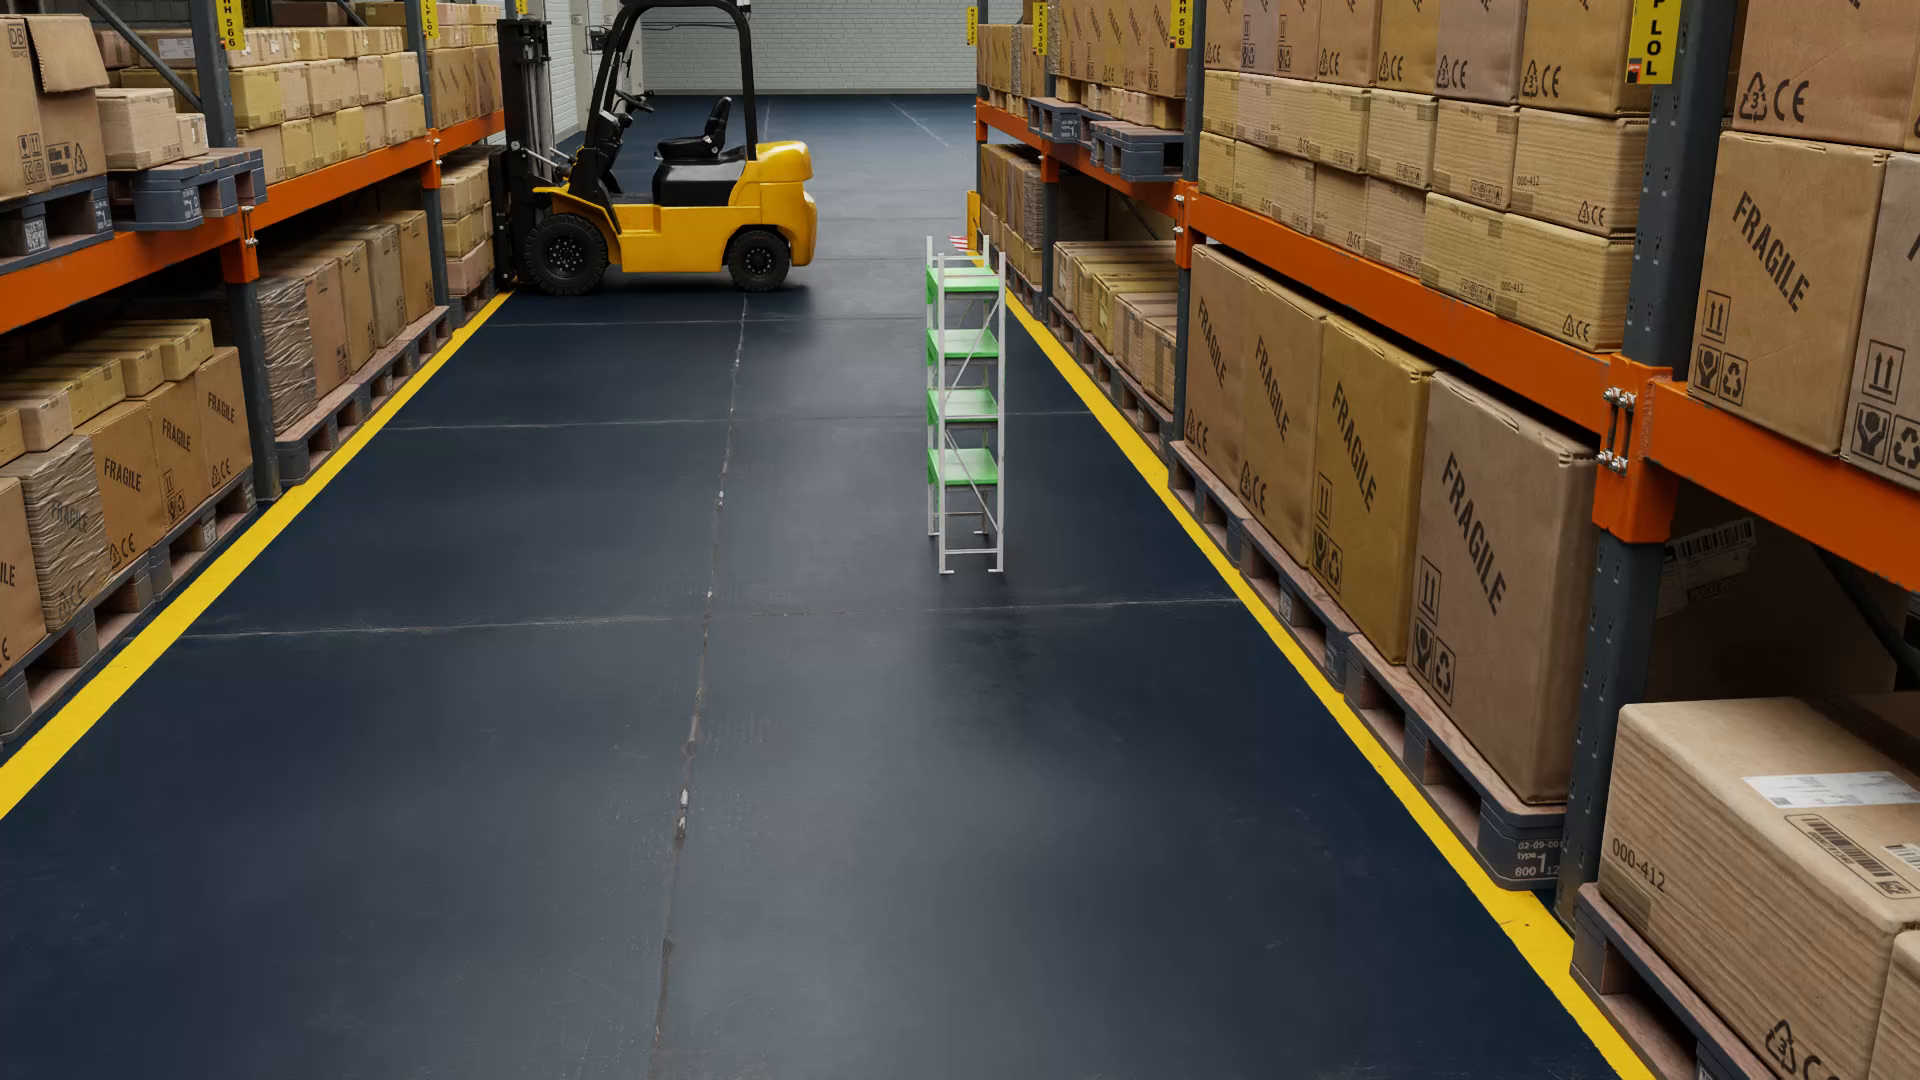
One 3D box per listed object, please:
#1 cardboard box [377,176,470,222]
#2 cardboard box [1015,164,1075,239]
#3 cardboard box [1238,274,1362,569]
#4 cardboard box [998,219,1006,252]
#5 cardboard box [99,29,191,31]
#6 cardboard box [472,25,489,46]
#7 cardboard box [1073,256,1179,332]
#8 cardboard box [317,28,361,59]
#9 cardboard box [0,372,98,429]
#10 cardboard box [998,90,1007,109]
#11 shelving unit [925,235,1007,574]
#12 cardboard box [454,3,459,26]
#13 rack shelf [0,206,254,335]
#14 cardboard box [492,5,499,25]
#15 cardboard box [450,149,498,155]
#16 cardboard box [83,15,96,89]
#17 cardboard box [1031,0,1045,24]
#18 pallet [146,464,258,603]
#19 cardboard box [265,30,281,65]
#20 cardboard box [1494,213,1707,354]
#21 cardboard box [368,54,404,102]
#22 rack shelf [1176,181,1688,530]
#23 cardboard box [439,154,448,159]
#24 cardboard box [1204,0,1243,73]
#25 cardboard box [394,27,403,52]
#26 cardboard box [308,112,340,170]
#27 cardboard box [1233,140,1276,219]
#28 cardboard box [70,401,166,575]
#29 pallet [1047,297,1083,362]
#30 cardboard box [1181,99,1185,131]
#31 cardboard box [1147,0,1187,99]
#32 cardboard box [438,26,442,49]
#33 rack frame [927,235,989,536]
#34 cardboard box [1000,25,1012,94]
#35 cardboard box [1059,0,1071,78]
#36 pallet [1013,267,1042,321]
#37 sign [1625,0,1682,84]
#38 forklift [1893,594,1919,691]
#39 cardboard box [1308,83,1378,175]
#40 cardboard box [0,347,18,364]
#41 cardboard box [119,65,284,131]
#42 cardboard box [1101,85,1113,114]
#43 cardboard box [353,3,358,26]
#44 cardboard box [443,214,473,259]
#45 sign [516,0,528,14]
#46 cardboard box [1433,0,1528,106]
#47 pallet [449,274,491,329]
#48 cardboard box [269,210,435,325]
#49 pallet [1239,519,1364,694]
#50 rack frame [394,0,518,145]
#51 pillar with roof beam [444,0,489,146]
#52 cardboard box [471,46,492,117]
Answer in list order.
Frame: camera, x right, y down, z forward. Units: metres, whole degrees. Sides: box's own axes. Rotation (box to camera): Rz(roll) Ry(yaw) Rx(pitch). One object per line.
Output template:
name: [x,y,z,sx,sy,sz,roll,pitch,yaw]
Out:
cardboard box: [-3.610,-2.301,11.219,0.500,0.250,0.500,-2,18,-6]
cardboard box: [0.682,-2.502,12.276,0.500,0.500,0.500,-1,17,-5]
cardboard box: [1.553,-0.457,5.971,0.875,0.875,0.875,-2,17,-5]
cardboard box: [0.574,-2.453,13.373,0.500,0.250,0.500,-1,17,-2]
cardboard box: [-3.843,-2.343,7.882,0.380,0.149,0.250,-2,18,-6]
cardboard box: [-3.814,-3.855,12.698,0.380,0.149,0.250,-2,18,-5]
cardboard box: [1.198,-1.513,10.174,0.950,0.372,0.625,-1,17,-2]
cardboard box: [-3.351,-2.588,8.662,0.380,0.149,0.250,-2,18,-7]
cardboard box: [-3.107,-0.454,5.503,0.380,0.149,0.250,-2,18,-6]
cardboard box: [0.508,-3.591,13.528,0.380,0.149,0.250,-1,17,-4]
shelving unit: [0.017,-0.523,6.340,0.258,1.200,0.503,-2,18,-6]
cardboard box: [-3.741,-3.692,11.684,0.380,0.149,0.250,-2,18,-7]
rack shelf: [-3.254,-0.651,4.944,1.077,0.370,4.000,-2,18,-6]
cardboard box: [-3.928,-4.223,13.374,0.380,0.149,0.250,-1,17,-4]
cardboard box: [-3.869,-3.060,13.635,0.500,0.250,0.500,-1,17,-5]
cardboard box: [-3.562,-1.680,6.153,0.500,0.500,0.500,-1,17,-3]
cardboard box: [0.966,-4.498,13.665,0.700,0.500,0.500,-2,18,-5]
pallet: [-3.421,-0.036,6.440,1.003,0.211,1.213,-2,18,-6]
cardboard box: [-3.281,-2.207,7.448,0.380,0.149,0.250,-1,17,-4]
cardboard box: [1.592,-0.607,3.854,0.500,0.250,0.500,-2,18,-7]
cardboard box: [-3.507,-2.657,9.550,0.500,0.250,0.500,-2,18,-7]
rack shelf: [1.683,-0.805,5.436,1.077,0.370,4.000,-2,18,-6]
cardboard box: [-4.328,-2.892,13.101,0.500,0.250,0.500,-2,18,-6]
cardboard box: [1.284,-2.115,6.569,0.500,0.500,0.500,-2,18,-7]
cardboard box: [-3.617,-3.044,10.116,0.380,0.149,0.250,-1,17,-4]
cardboard box: [-3.370,-1.962,8.168,0.500,0.250,0.500,-2,18,-7]
cardboard box: [1.347,-1.367,6.274,0.500,0.250,0.500,-2,18,-7]
cardboard box: [-3.105,-0.173,5.693,0.500,0.500,0.500,-1,17,-3]
pallet: [1.146,-1.374,10.701,1.003,0.211,1.213,-2,18,-6]
cardboard box: [1.209,-1.915,7.489,0.380,0.149,0.250,-1,17,-4]
cardboard box: [1.153,-2.261,7.508,0.500,0.500,0.500,-2,18,-7]
cardboard box: [-3.727,-3.396,11.237,0.380,0.149,0.250,-2,18,-6]
rack frame: [-0.008,-0.596,6.572,0.240,1.200,0.015,-2,18,-6]
cardboard box: [0.596,-3.711,12.825,0.500,0.500,0.500,-2,18,-7]
cardboard box: [0.880,-3.029,9.951,0.500,0.500,0.500,-2,18,-5]
pallet: [0.960,-1.805,12.074,1.003,0.211,1.213,-2,18,-6]
sign: [1.351,-1.048,3.206,0.100,0.325,0.005,-2,18,-6]
forklift: [3.256,-0.893,4.628,1.130,2.935,3.031,-3,18,-9]
cardboard box: [1.414,-1.299,5.221,0.500,0.250,0.500,-1,17,-5]
cardboard box: [-3.610,-0.591,5.940,0.380,0.149,0.250,-2,17,-5]
cardboard box: [-3.238,-1.898,7.129,0.500,0.250,0.500,-2,18,-6]
cardboard box: [0.970,-2.375,8.952,0.380,0.149,0.250,-2,18,-7]
cardboard box: [-4.231,-3.521,11.139,0.380,0.149,0.250,-2,18,-6]
cardboard box: [-3.616,-2.063,11.294,0.500,0.250,0.500,-2,18,-6]
sign: [-3.744,-4.652,14.158,0.100,0.325,0.005,-2,18,-6]
cardboard box: [1.533,-1.357,4.155,0.500,0.500,0.500,-1,17,-5]
pallet: [-3.913,-1.690,11.707,1.003,0.211,1.213,-2,18,-6]
cardboard box: [-3.808,-1.694,10.329,0.875,0.625,0.625,-1,17,-3]
pallet: [1.606,0.186,5.733,1.003,0.211,1.213,-2,18,-6]
rack frame: [-4.285,-3.974,14.326,1.000,3.000,0.127,-2,18,-6]
pillar with roof beam: [-1.447,-8.521,18.796,9.100,9.000,0.400,-2,18,-6]
cardboard box: [-3.813,-3.426,12.415,0.500,0.500,0.500,-2,18,-5]
